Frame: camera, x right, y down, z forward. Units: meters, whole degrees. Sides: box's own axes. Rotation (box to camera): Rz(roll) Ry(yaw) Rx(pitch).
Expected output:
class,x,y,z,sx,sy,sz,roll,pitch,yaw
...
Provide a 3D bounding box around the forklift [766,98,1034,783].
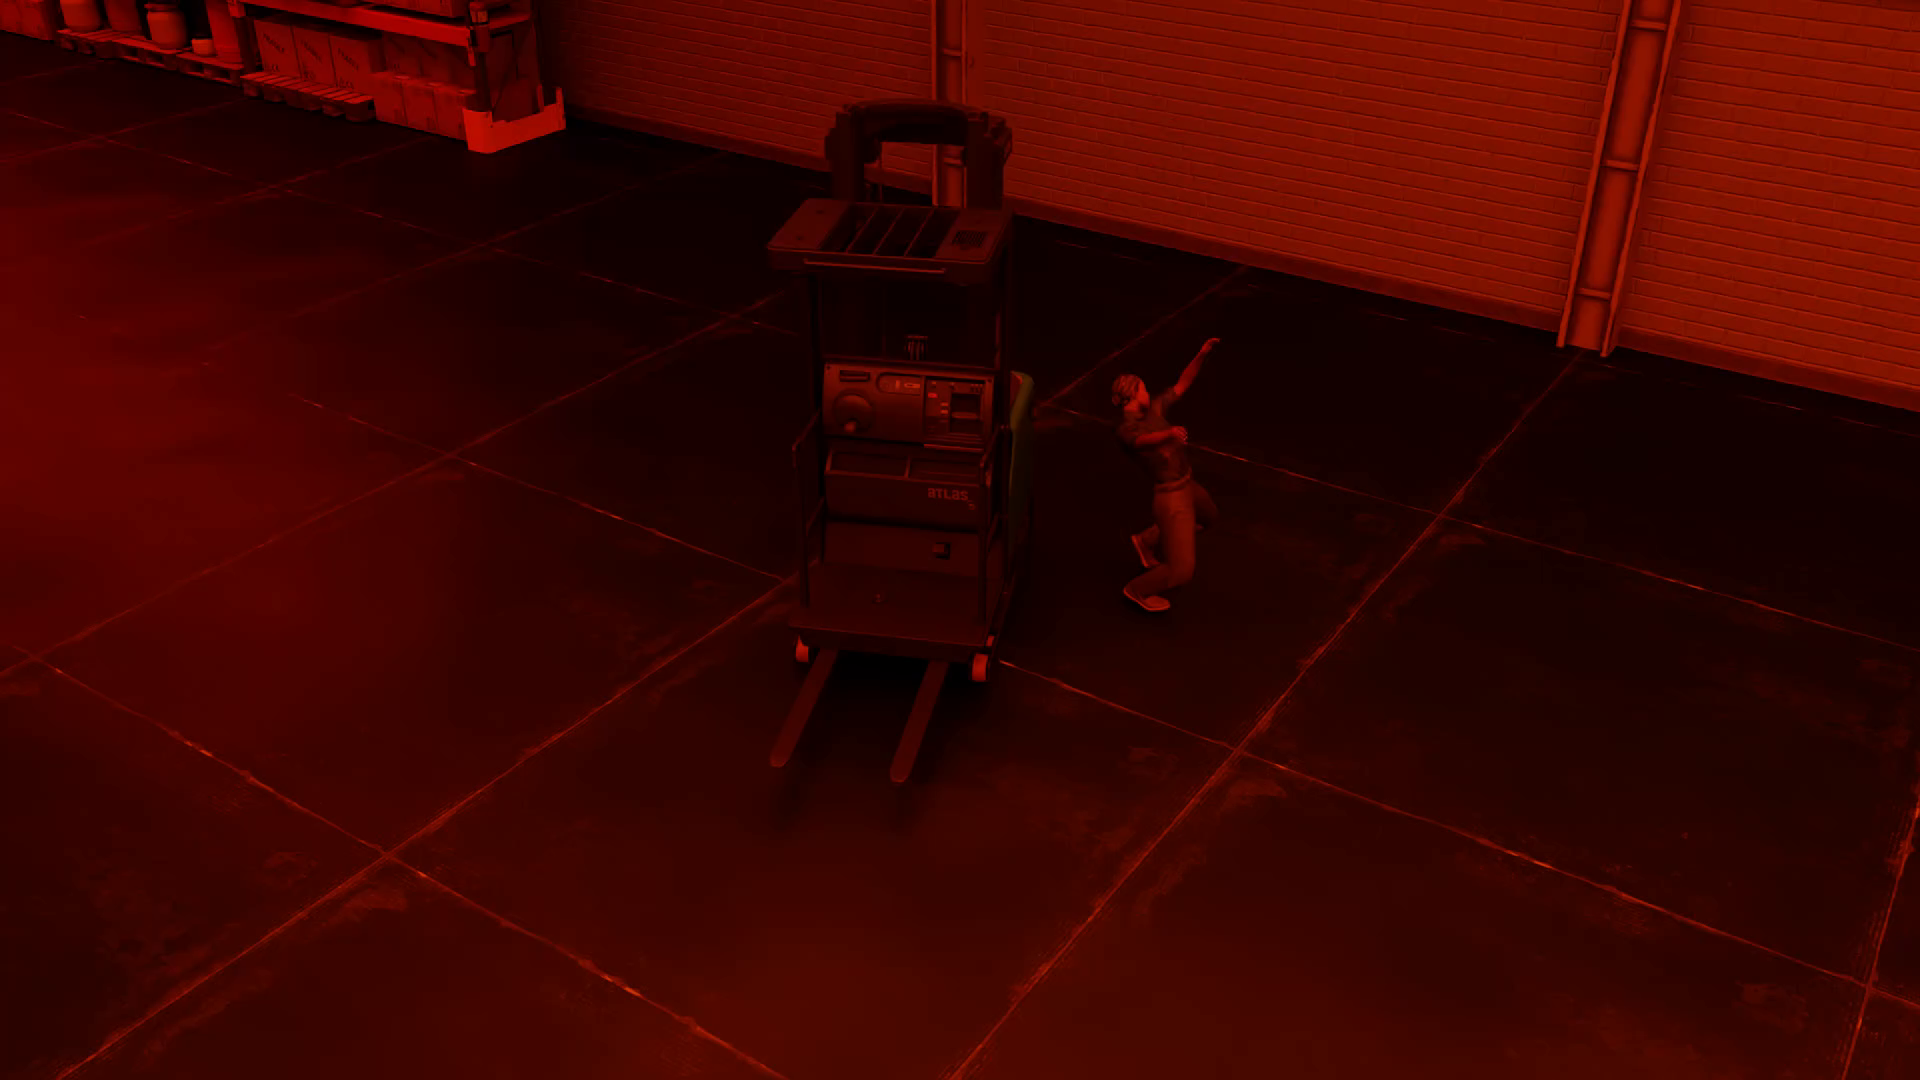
class,x,y,z,sx,sy,sz,roll,pitch,yaw
forklift,-0.318,-0.681,8.754,1.130,2.935,3.031,6,31,9

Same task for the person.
class,x,y,z,sx,sy,sz,roll,pitch,yaw
person,1.102,-0.309,9.424,0.641,1.587,0.942,9,31,16
